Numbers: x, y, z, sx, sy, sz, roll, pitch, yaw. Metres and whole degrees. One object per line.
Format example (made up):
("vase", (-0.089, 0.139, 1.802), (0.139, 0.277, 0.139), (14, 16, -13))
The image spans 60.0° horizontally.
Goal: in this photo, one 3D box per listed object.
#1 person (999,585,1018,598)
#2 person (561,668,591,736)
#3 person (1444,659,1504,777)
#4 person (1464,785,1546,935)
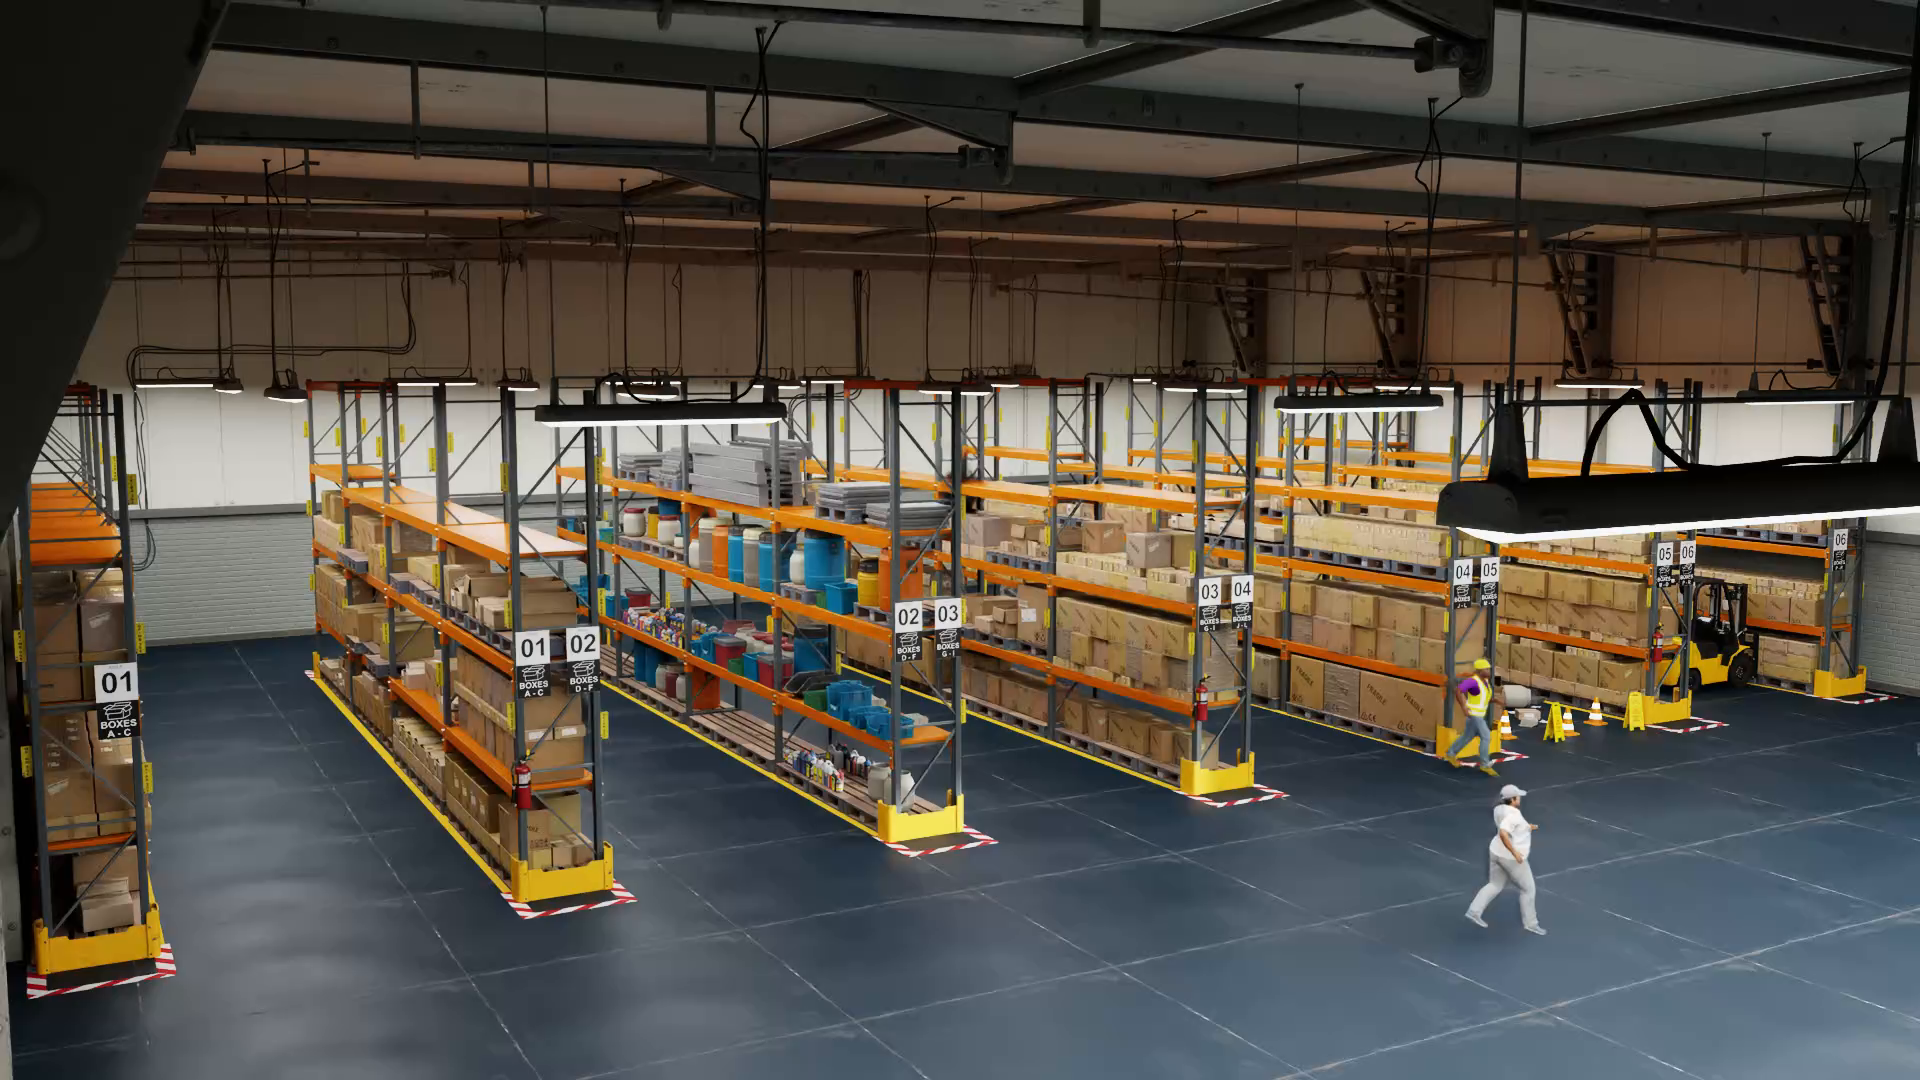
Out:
("person", (1.221, 0.965, 42.586), (0.910, 1.737, 0.621), (-3, 7, -29))
("person", (-6.564, 2.498, 28.448), (0.556, 1.699, 0.714), (-5, 8, -37))
("person", (7.950, 2.719, 25.739), (0.892, 1.789, 0.636), (3, 7, 30))
("person", (6.071, 3.537, 18.393), (0.877, 1.689, 0.594), (-1, 6, -12))
